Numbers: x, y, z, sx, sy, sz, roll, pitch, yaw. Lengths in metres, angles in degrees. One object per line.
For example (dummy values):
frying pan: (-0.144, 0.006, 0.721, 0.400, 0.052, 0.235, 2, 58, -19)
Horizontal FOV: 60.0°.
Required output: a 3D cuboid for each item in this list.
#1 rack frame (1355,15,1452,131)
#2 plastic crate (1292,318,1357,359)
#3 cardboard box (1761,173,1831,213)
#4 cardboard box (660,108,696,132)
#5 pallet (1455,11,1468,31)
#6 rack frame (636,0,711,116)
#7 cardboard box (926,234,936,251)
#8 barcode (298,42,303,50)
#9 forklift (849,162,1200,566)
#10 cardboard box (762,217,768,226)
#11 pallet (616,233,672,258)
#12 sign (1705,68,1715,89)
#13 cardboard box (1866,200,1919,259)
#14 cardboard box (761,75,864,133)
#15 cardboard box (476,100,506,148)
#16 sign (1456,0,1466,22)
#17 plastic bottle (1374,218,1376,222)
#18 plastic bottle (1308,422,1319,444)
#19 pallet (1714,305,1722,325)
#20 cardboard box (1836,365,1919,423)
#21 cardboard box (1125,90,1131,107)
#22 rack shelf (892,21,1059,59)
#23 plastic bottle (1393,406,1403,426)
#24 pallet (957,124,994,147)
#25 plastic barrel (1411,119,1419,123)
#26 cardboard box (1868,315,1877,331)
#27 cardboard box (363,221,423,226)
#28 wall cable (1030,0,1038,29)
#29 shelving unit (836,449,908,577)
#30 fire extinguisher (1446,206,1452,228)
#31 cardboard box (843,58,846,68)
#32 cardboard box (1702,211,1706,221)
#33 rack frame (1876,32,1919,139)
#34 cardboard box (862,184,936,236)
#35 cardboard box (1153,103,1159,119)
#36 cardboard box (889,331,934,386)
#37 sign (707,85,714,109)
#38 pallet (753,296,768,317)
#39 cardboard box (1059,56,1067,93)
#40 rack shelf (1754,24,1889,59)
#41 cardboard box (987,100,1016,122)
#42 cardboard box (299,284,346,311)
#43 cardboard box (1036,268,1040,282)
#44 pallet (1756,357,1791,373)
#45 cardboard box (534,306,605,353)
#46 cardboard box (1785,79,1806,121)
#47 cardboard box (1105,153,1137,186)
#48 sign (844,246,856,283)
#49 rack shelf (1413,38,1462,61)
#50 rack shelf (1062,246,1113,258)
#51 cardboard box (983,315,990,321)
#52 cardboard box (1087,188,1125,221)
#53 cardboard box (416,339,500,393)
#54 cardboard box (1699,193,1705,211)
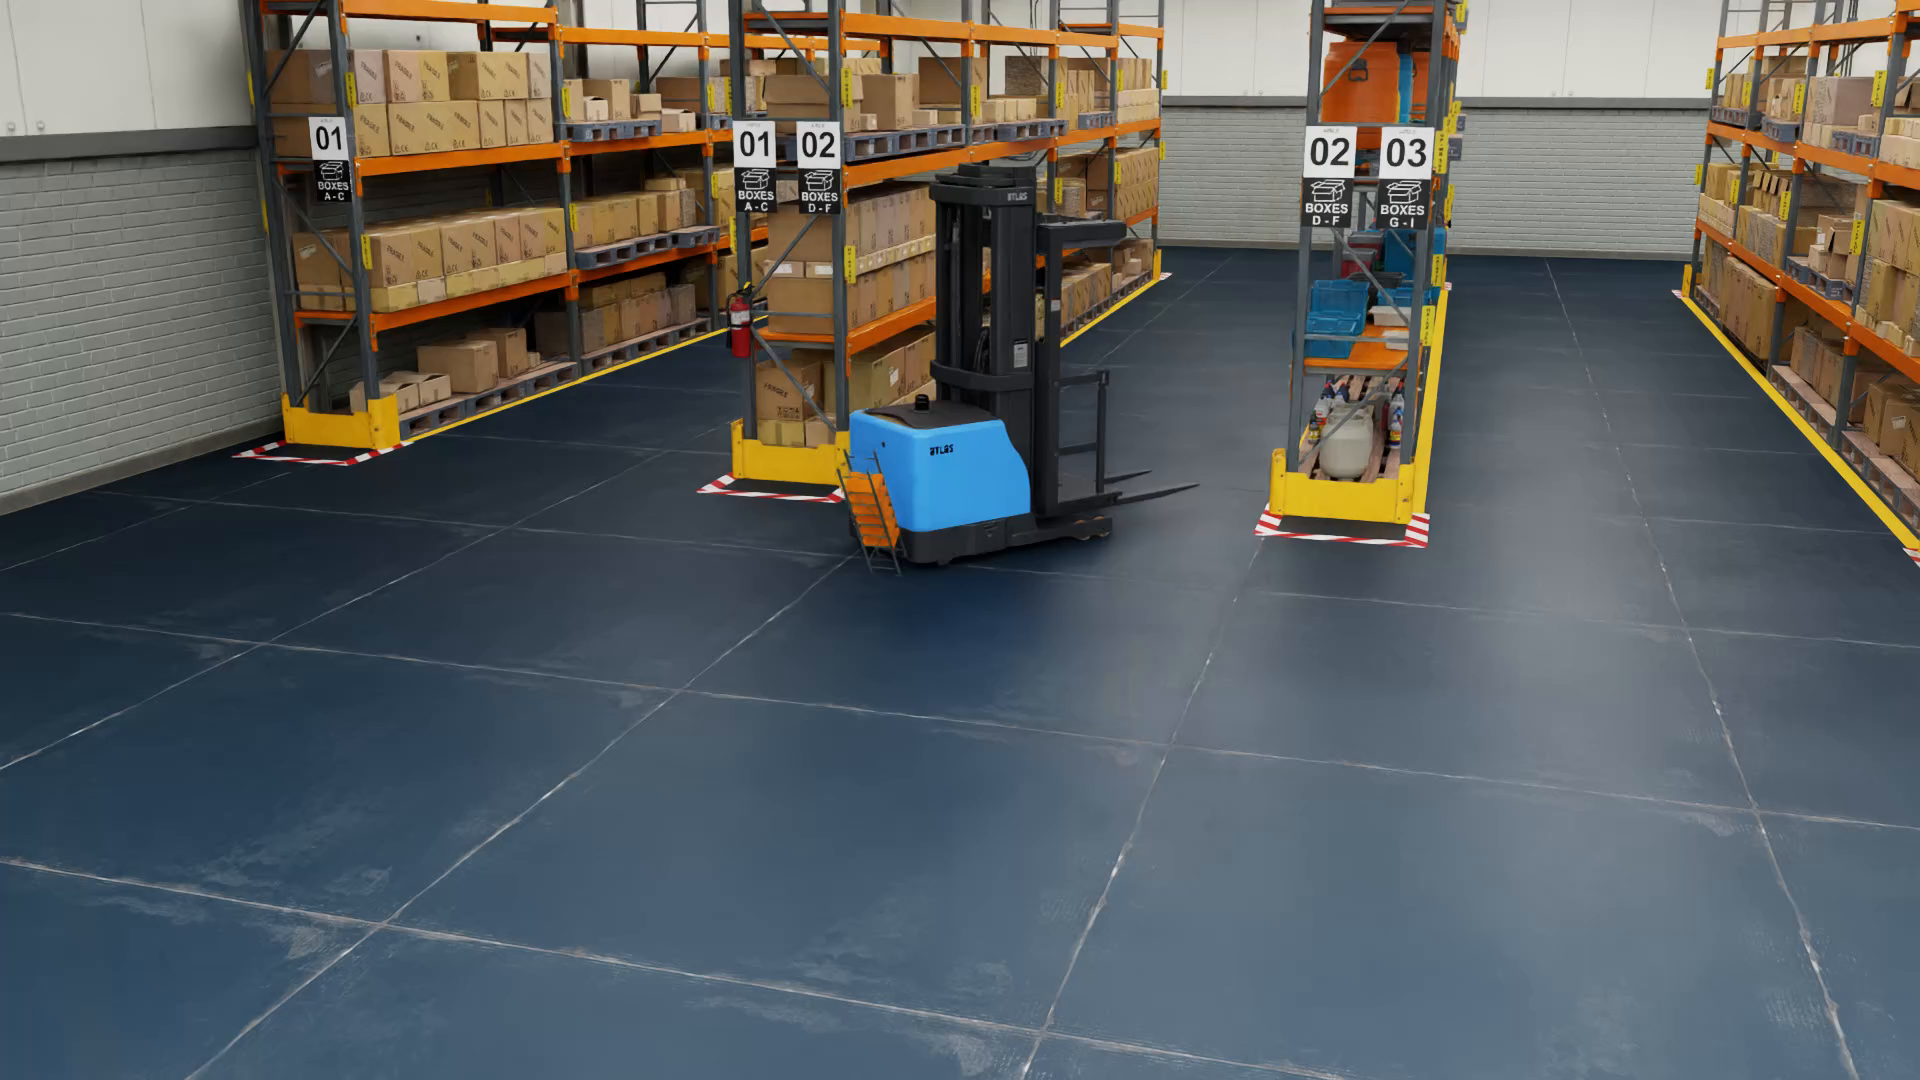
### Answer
rack frame: (4.383, -5.572, 16.482, 1.000, 3.000, 0.127, 5, 16, 16)
plastic crate: (3.101, -1.722, 14.175, 0.499, 0.251, 0.616, 5, 16, 16)
cardboard box: (11.025, -4.579, 21.954, 0.797, 0.503, 0.637, 5, 17, 16)
cardboard box: (-3.925, -5.701, 22.561, 0.500, 0.311, 0.500, 5, 16, 16)
pallet: (5.754, -6.521, 20.909, 1.213, 0.211, 1.003, 5, 16, 16)
rack frame: (-3.979, -7.386, 22.880, 1.000, 3.000, 0.127, 5, 16, 16)
cardboard box: (-0.455, -3.141, 17.534, 0.380, 0.149, 0.250, 5, 16, 16)
barcode: (-6.530, -4.893, 16.470, 0.001, 0.075, 0.075, 5, 16, 16)
forklift: (0.622, -1.510, 13.282, 3.031, 2.935, 1.130, -11, 19, -34)
cardboard box: (-3.157, -4.928, 25.629, 0.380, 0.149, 0.250, 5, 17, 18)
pallet: (-4.502, -3.887, 21.888, 1.003, 0.211, 1.213, 5, 16, 16)
sign: (12.011, -7.387, 26.633, 0.100, 0.325, 0.005, 5, 16, 16)
cardboard box: (8.760, -2.876, 15.410, 0.500, 0.500, 0.500, 5, 16, 16)
cardboard box: (-1.335, -3.936, 14.998, 0.797, 0.503, 0.637, 6, 17, 20)
cardboard box: (-5.300, -4.524, 18.066, 0.500, 0.500, 0.500, 4, 16, 14)
sign: (6.049, -6.422, 20.072, 0.100, 0.325, 0.005, 5, 16, 16)
plastic bottle: (5.726, -4.268, 22.970, 0.144, 0.351, 0.185, 5, 16, 16)
plastic bottle: (3.348, -1.019, 15.747, 0.097, 0.201, 0.097, 0, 16, 0)
pallet: (11.696, -3.246, 24.386, 1.003, 0.211, 1.213, 5, 16, 16)
cardboard box: (9.327, -1.470, 16.788, 0.700, 0.500, 0.500, 3, 16, 12)
cardboard box: (2.425, -7.014, 26.423, 0.500, 0.250, 0.500, 5, 16, 16)
rack shelf: (0.203, -5.942, 19.837, 1.077, 0.370, 4.000, 5, 16, 16)
plastic bottle: (4.243, -1.157, 16.106, 0.097, 0.271, 0.097, 0, 16, 0)
pallet: (-0.127, -4.653, 19.092, 0.805, 0.209, 1.217, 4, 16, 14)
plastic barrel: (5.498, -5.032, 20.360, 0.294, 0.245, 0.294, 0, 16, 0)
cardboard box: (8.654, -2.016, 15.399, 0.380, 0.149, 0.250, 5, 16, 16)
cardboard box: (-6.027, -3.112, 17.668, 0.500, 0.500, 0.500, 4, 16, 14)
wall cable: (2.838, -11.658, 34.373, 3.097, 2.526, 0.112, 5, 16, 16)
shelving unit: (-0.625, -0.183, 11.990, 0.258, 1.200, 0.189, 4, 53, 15)
fire extinguisher: (8.271, -5.613, 28.445, 0.296, 0.674, 0.183, 5, 16, 16)
cardboard box: (-2.231, -7.828, 27.883, 0.500, 0.500, 0.500, 4, 16, 15)
cardboard box: (11.980, -5.119, 26.339, 0.380, 0.149, 0.250, 4, 16, 15)
rack frame: (9.131, -5.188, 15.128, 1.000, 3.000, 0.127, 5, 16, 16)
cardboard box: (-0.628, -3.494, 17.590, 0.700, 0.500, 0.500, 5, 16, 16)
cardboard box: (3.152, -7.426, 28.792, 0.500, 0.250, 0.500, 5, 16, 16)
cardboard box: (-0.579, -1.911, 17.466, 0.500, 0.500, 0.500, 5, 16, 16)
sign: (-3.460, -6.149, 23.069, 0.100, 0.325, 0.005, 5, 16, 16)
pallet: (-3.334, -3.677, 25.907, 1.003, 0.211, 1.213, 5, 16, 16)
cardboard box: (1.191, -6.470, 23.130, 0.500, 0.500, 0.500, 5, 16, 16)
rack shelf: (10.836, -6.219, 20.815, 1.077, 0.370, 4.000, 5, 16, 16)
cardboard box: (0.391, -5.280, 20.455, 0.500, 0.250, 0.500, 4, 16, 15)
cardboard box: (-6.306, -2.482, 16.821, 0.500, 0.250, 0.500, 5, 17, 17)
cardboard box: (0.824, -3.765, 23.506, 0.500, 0.250, 0.500, 5, 17, 18)
pallet: (10.564, -2.207, 20.723, 1.003, 0.211, 1.213, 5, 16, 16)
cardboard box: (-4.923, -2.657, 20.974, 0.700, 0.500, 0.500, 5, 17, 18)
cardboard box: (10.533, -5.439, 20.558, 0.500, 0.500, 0.500, 6, 17, 19)
cardboard box: (2.604, -6.064, 27.195, 0.500, 0.500, 0.500, 4, 16, 14)
sign: (-0.972, -2.434, 14.682, 0.100, 0.325, 0.005, 5, 16, 16)
rack shelf: (7.224, -7.649, 25.858, 1.077, 0.370, 4.000, 5, 16, 16)
rack shelf: (1.340, -4.294, 24.291, 1.077, 0.370, 4.000, 5, 16, 16)
cardboard box: (0.284, -2.575, 20.151, 0.500, 0.311, 0.500, 4, 16, 14)
cardboard box: (2.314, -5.324, 26.419, 0.500, 0.500, 0.500, 5, 17, 17)
cardboard box: (-5.551, -1.928, 18.403, 0.700, 0.500, 0.500, 4, 16, 12)
cardboard box: (12.146, -5.407, 26.626, 0.500, 0.250, 0.500, 4, 16, 14)
